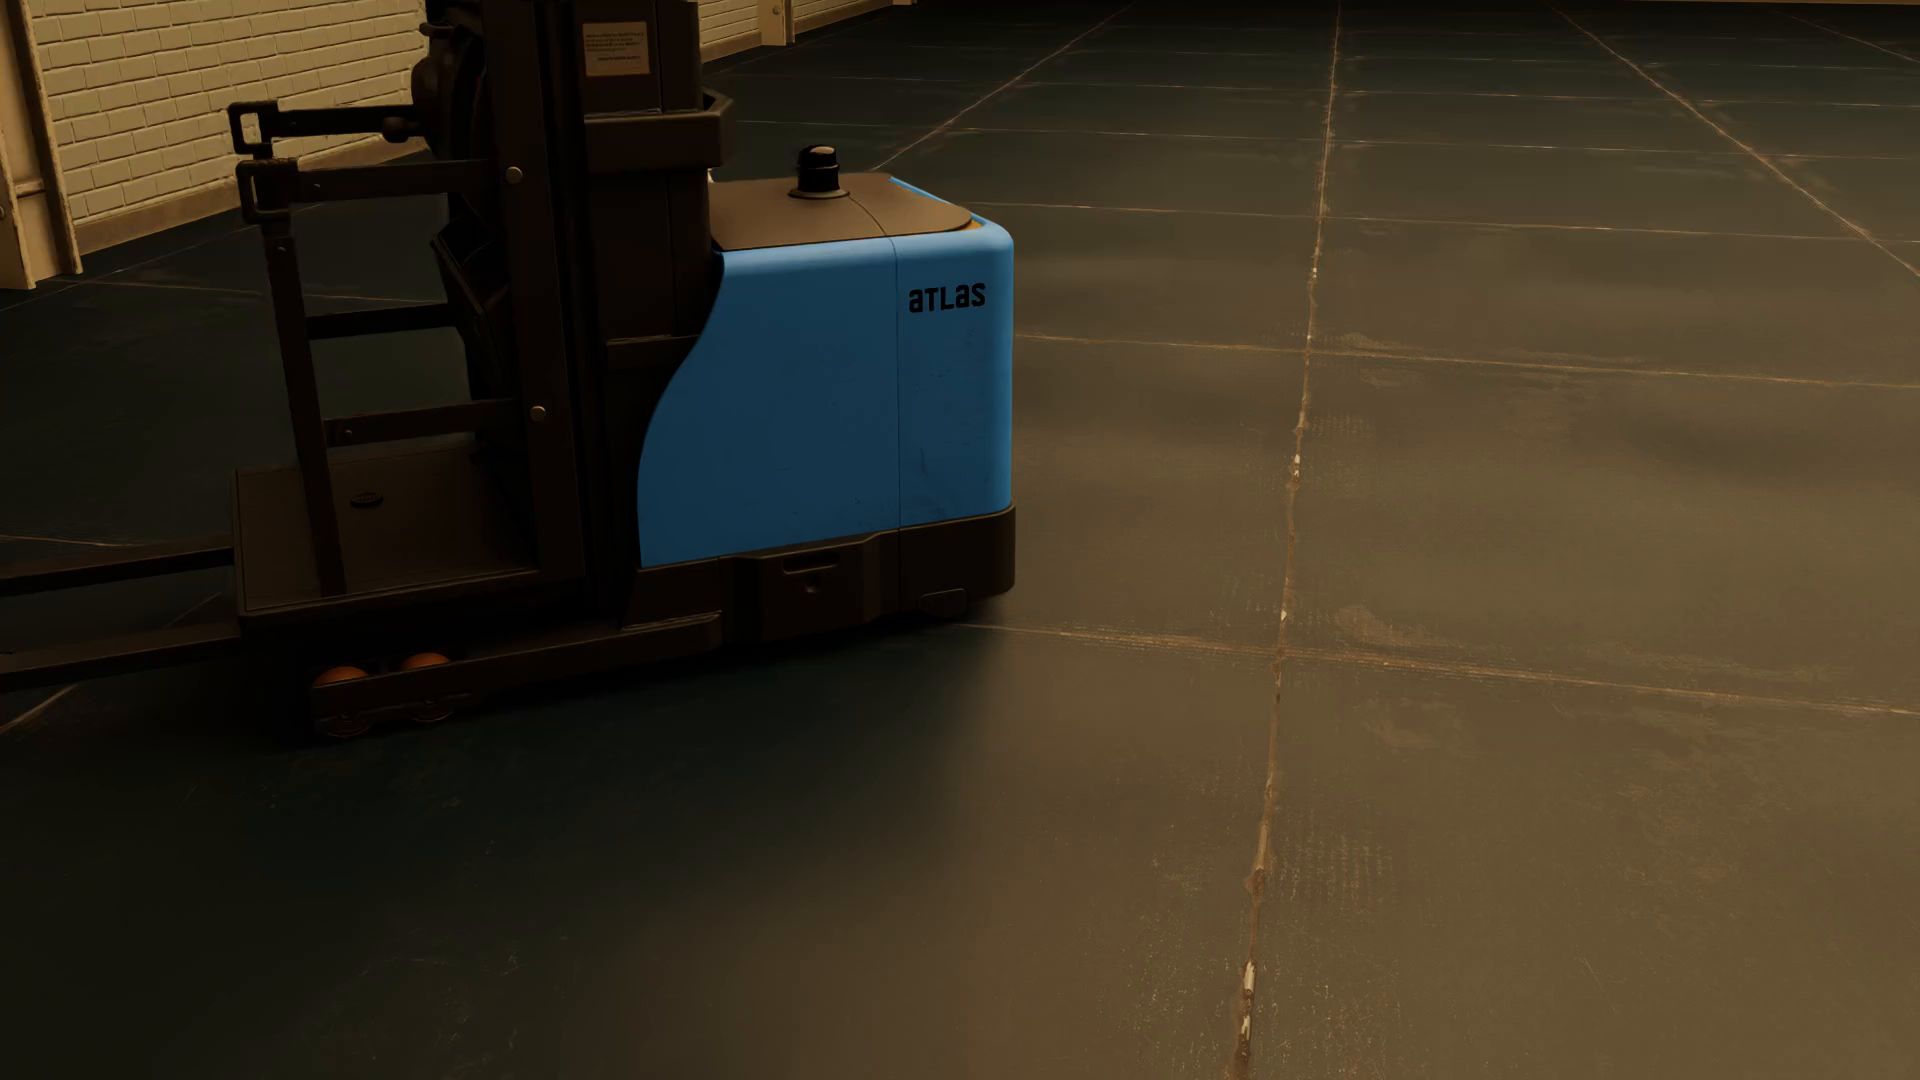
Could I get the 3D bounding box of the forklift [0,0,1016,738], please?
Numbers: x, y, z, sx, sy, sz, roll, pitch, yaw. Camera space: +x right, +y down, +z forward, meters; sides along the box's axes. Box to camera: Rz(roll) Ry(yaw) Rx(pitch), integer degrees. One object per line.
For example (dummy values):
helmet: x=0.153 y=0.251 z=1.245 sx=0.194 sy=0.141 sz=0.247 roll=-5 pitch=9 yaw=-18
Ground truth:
forklift: x=-1.412 y=-1.109 z=3.987 sx=3.031 sy=2.935 sz=1.130 roll=-9 pitch=24 yaw=-21

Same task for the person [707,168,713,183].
person: x=-1.168 y=-1.404 z=6.551 sx=0.734 sy=1.666 sz=0.577 roll=8 pitch=23 yaw=18
